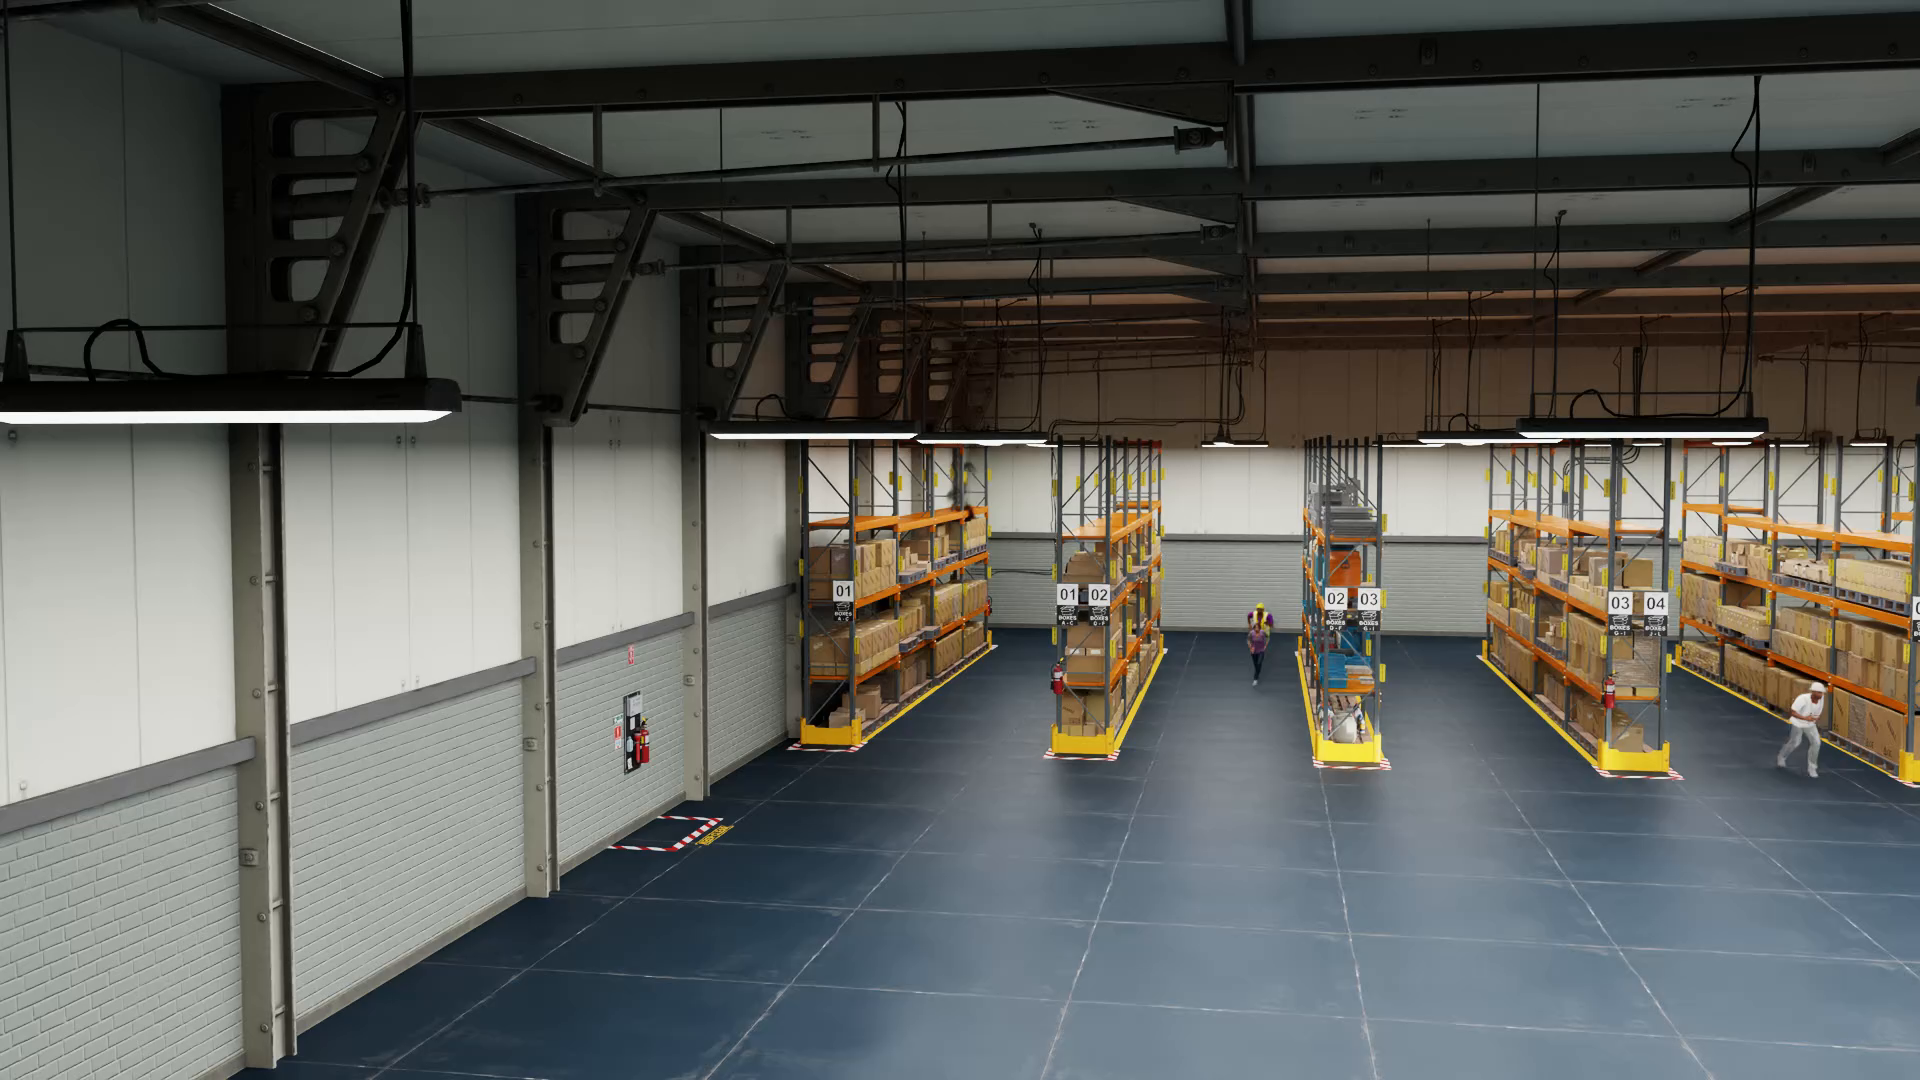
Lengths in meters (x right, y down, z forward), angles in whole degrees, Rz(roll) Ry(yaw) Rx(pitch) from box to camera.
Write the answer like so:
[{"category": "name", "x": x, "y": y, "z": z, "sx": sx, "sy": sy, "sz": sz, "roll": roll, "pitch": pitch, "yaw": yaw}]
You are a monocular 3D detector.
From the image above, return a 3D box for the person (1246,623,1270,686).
[{"category": "person", "x": 7.320, "y": 2.769, "z": 40.865, "sx": 0.560, "sy": 1.549, "sz": 0.899, "roll": 0, "pitch": 3, "yaw": 9}]

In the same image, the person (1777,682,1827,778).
[{"category": "person", "x": 14.880, "y": 3.325, "z": 29.389, "sx": 0.747, "sy": 1.714, "sz": 1.046, "roll": -1, "pitch": 3, "yaw": -16}]

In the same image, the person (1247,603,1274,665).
[{"category": "person", "x": 7.889, "y": 2.493, "z": 43.679, "sx": 0.683, "sy": 1.697, "sz": 0.906, "roll": 1, "pitch": 3, "yaw": 11}]
